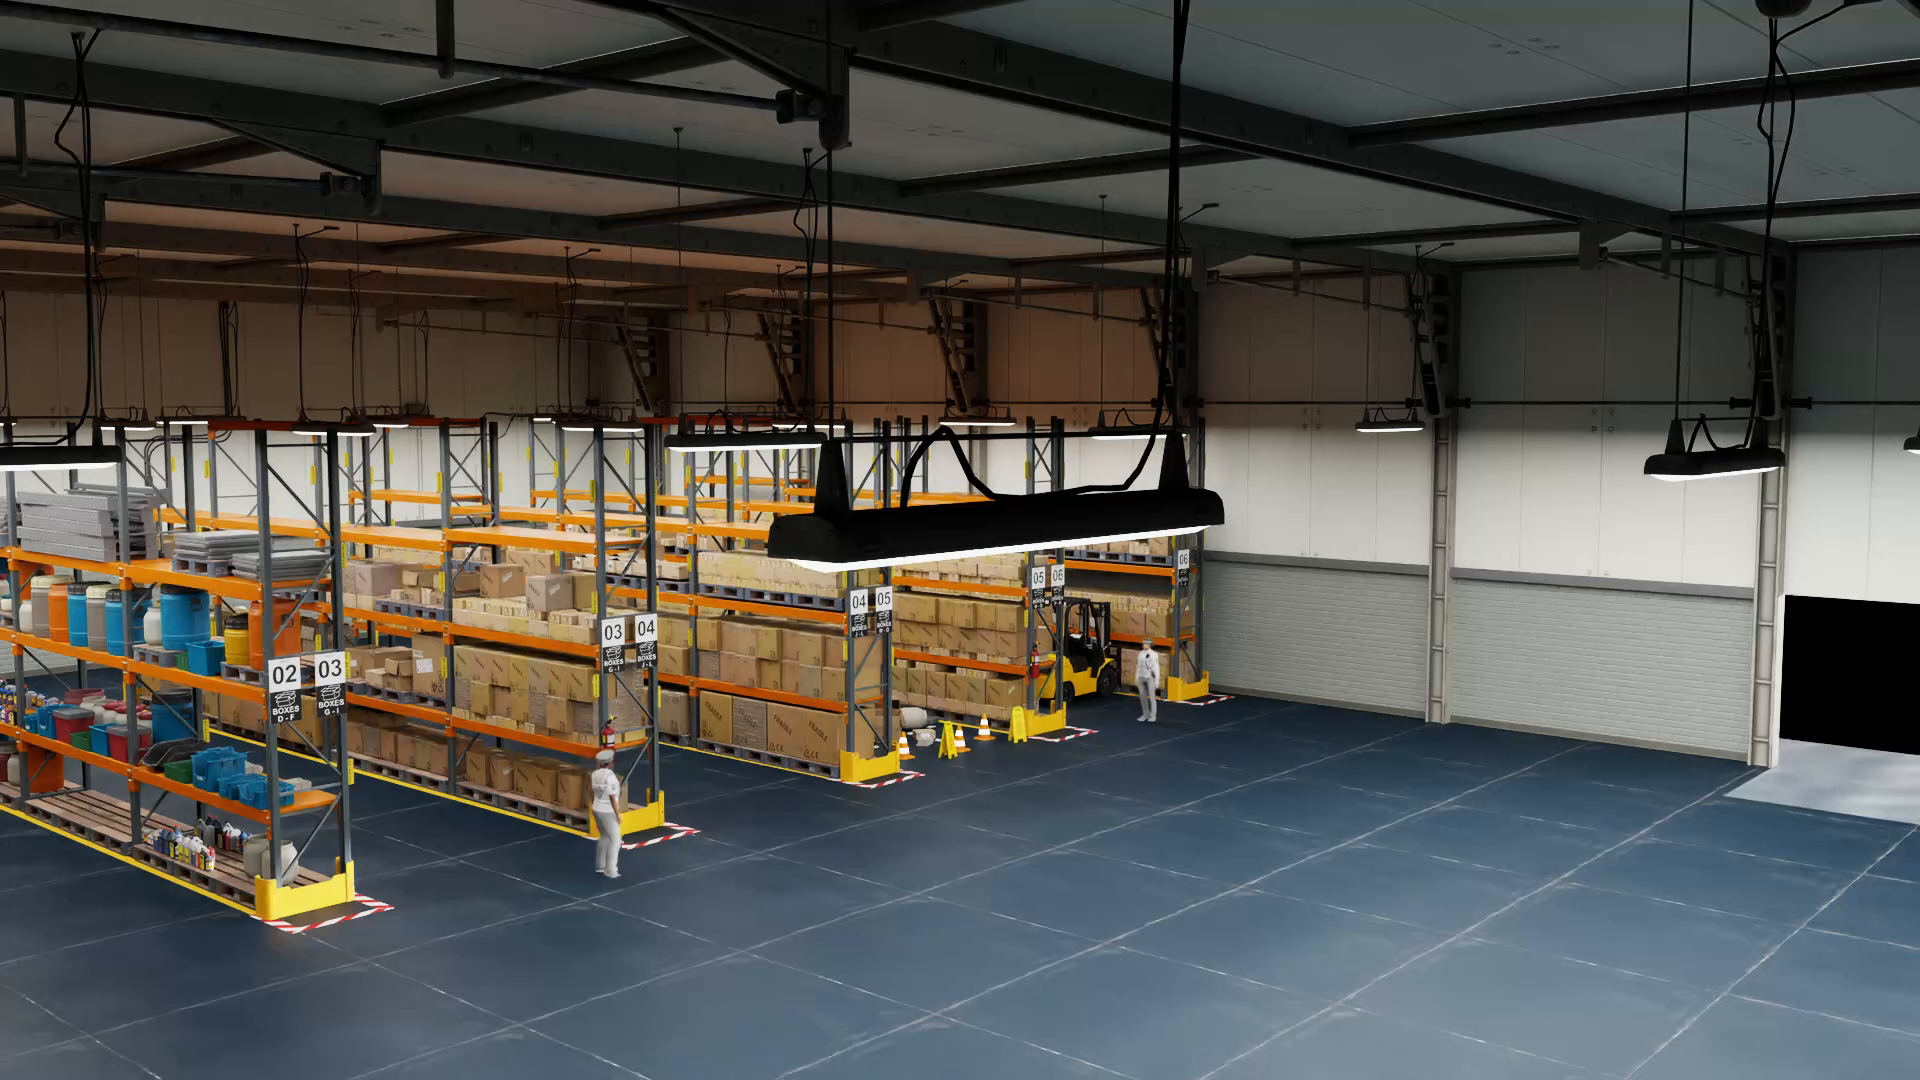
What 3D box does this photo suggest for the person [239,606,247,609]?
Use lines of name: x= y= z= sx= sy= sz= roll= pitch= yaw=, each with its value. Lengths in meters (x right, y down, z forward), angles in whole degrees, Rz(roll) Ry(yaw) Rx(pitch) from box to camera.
person: x=-16.064 y=2.360 z=37.367 sx=0.988 sy=1.735 sz=0.510 roll=4 pitch=6 yaw=39

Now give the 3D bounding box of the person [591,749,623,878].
person: x=-4.742 y=3.675 z=22.314 sx=0.359 sy=1.729 sz=0.527 roll=-3 pitch=5 yaw=-29

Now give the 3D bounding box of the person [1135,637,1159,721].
person: x=3.709 y=2.769 z=32.934 sx=0.573 sy=1.718 sz=0.371 roll=4 pitch=6 yaw=42
